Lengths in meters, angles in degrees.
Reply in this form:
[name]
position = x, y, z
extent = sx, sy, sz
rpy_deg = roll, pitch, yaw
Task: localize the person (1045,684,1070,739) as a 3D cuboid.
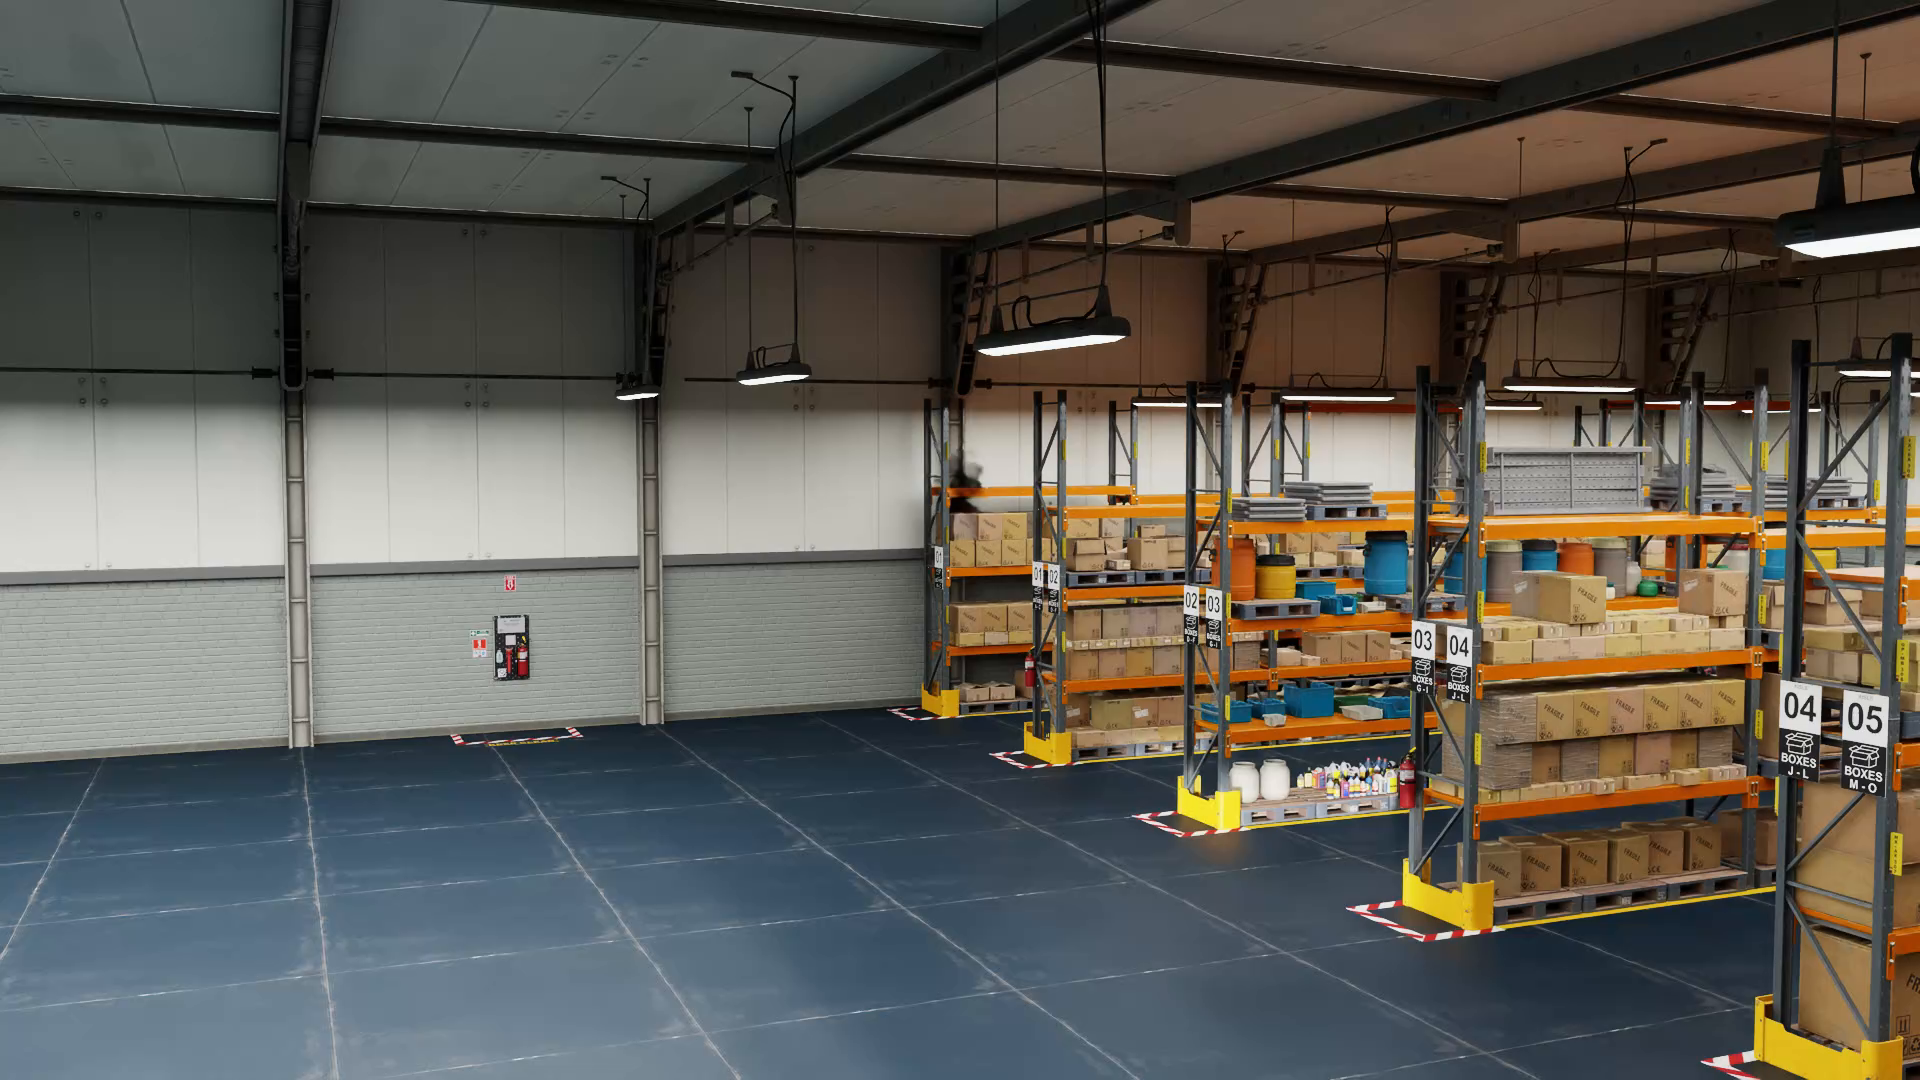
[person]
position = 1.834, 2.661, 29.029
extent = 0.831, 1.588, 0.539
rpy_deg = -2, 4, -29
